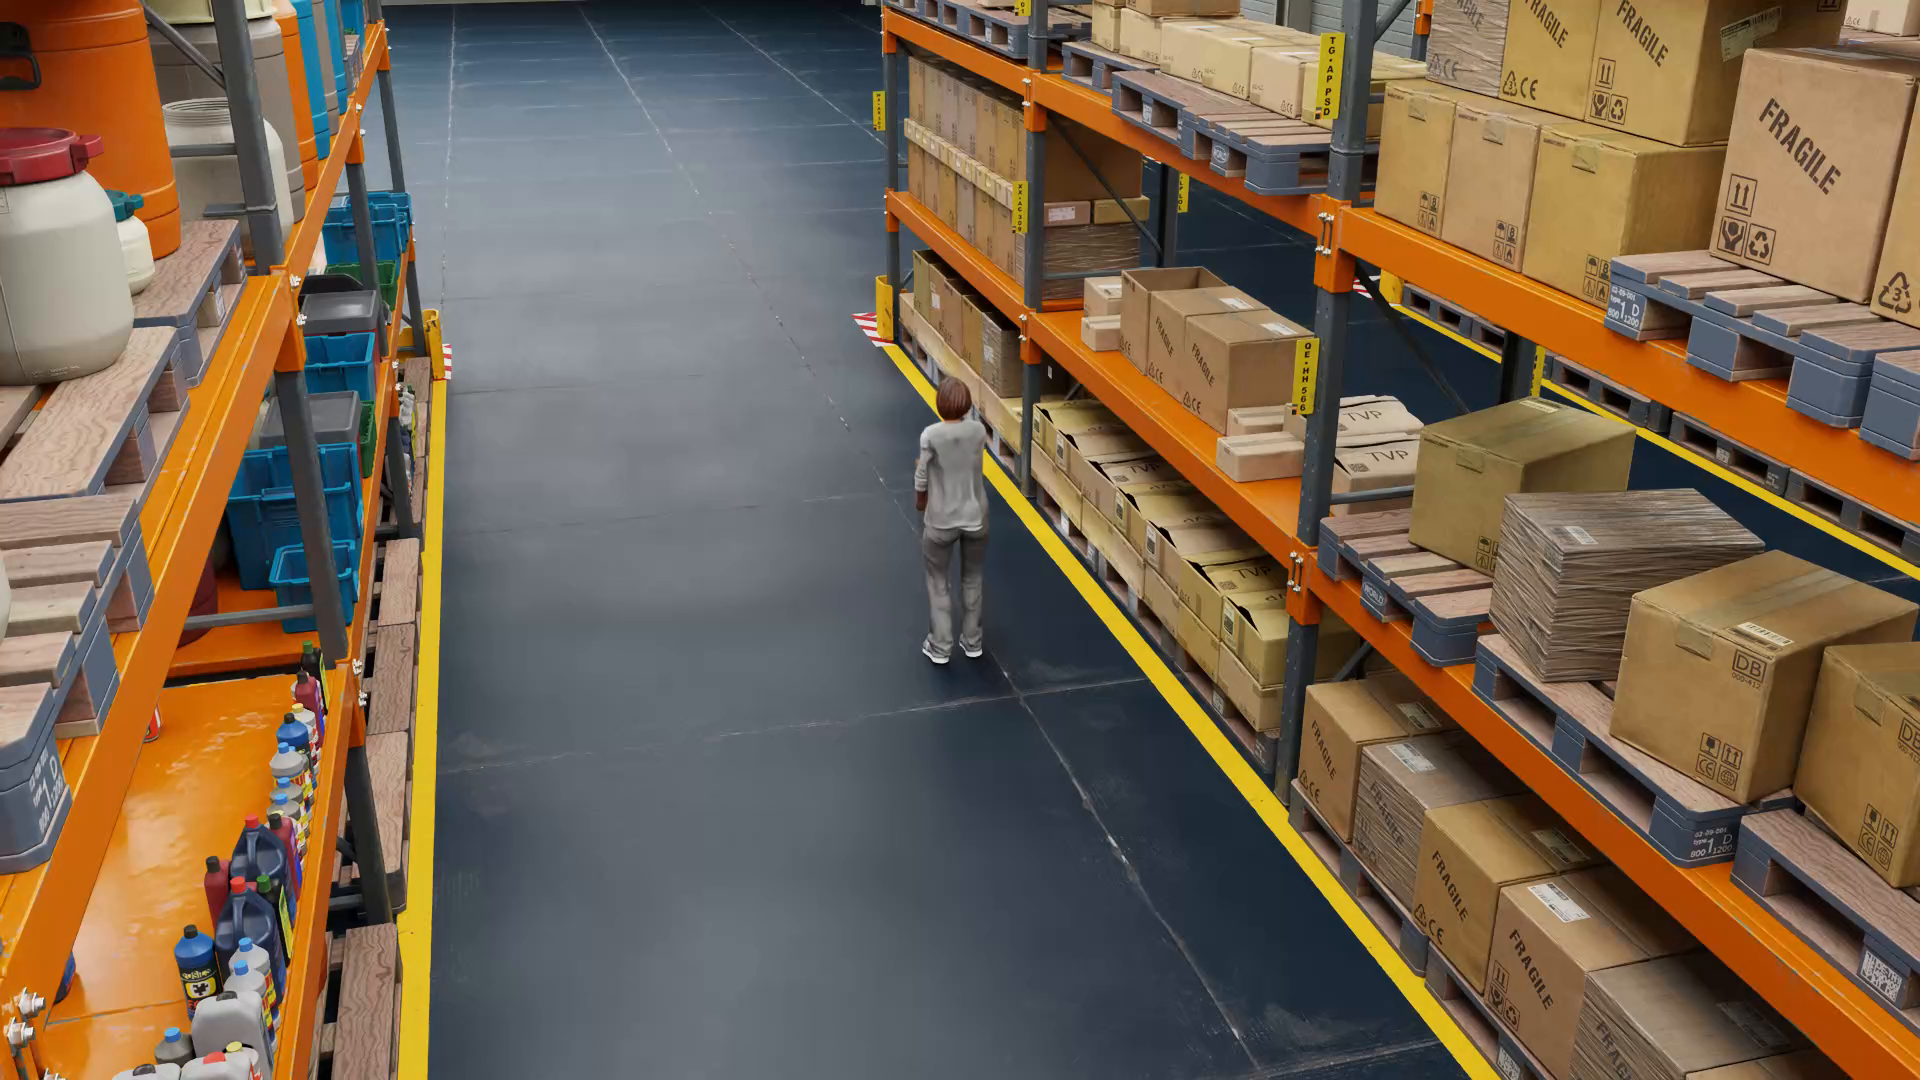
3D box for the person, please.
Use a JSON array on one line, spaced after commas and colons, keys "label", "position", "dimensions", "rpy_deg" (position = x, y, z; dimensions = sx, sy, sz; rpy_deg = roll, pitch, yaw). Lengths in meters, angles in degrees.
[{"label": "person", "position": [-0.045, -0.123, 8.902], "dimensions": [0.374, 1.598, 0.505], "rpy_deg": [-6, 24, -15]}]
